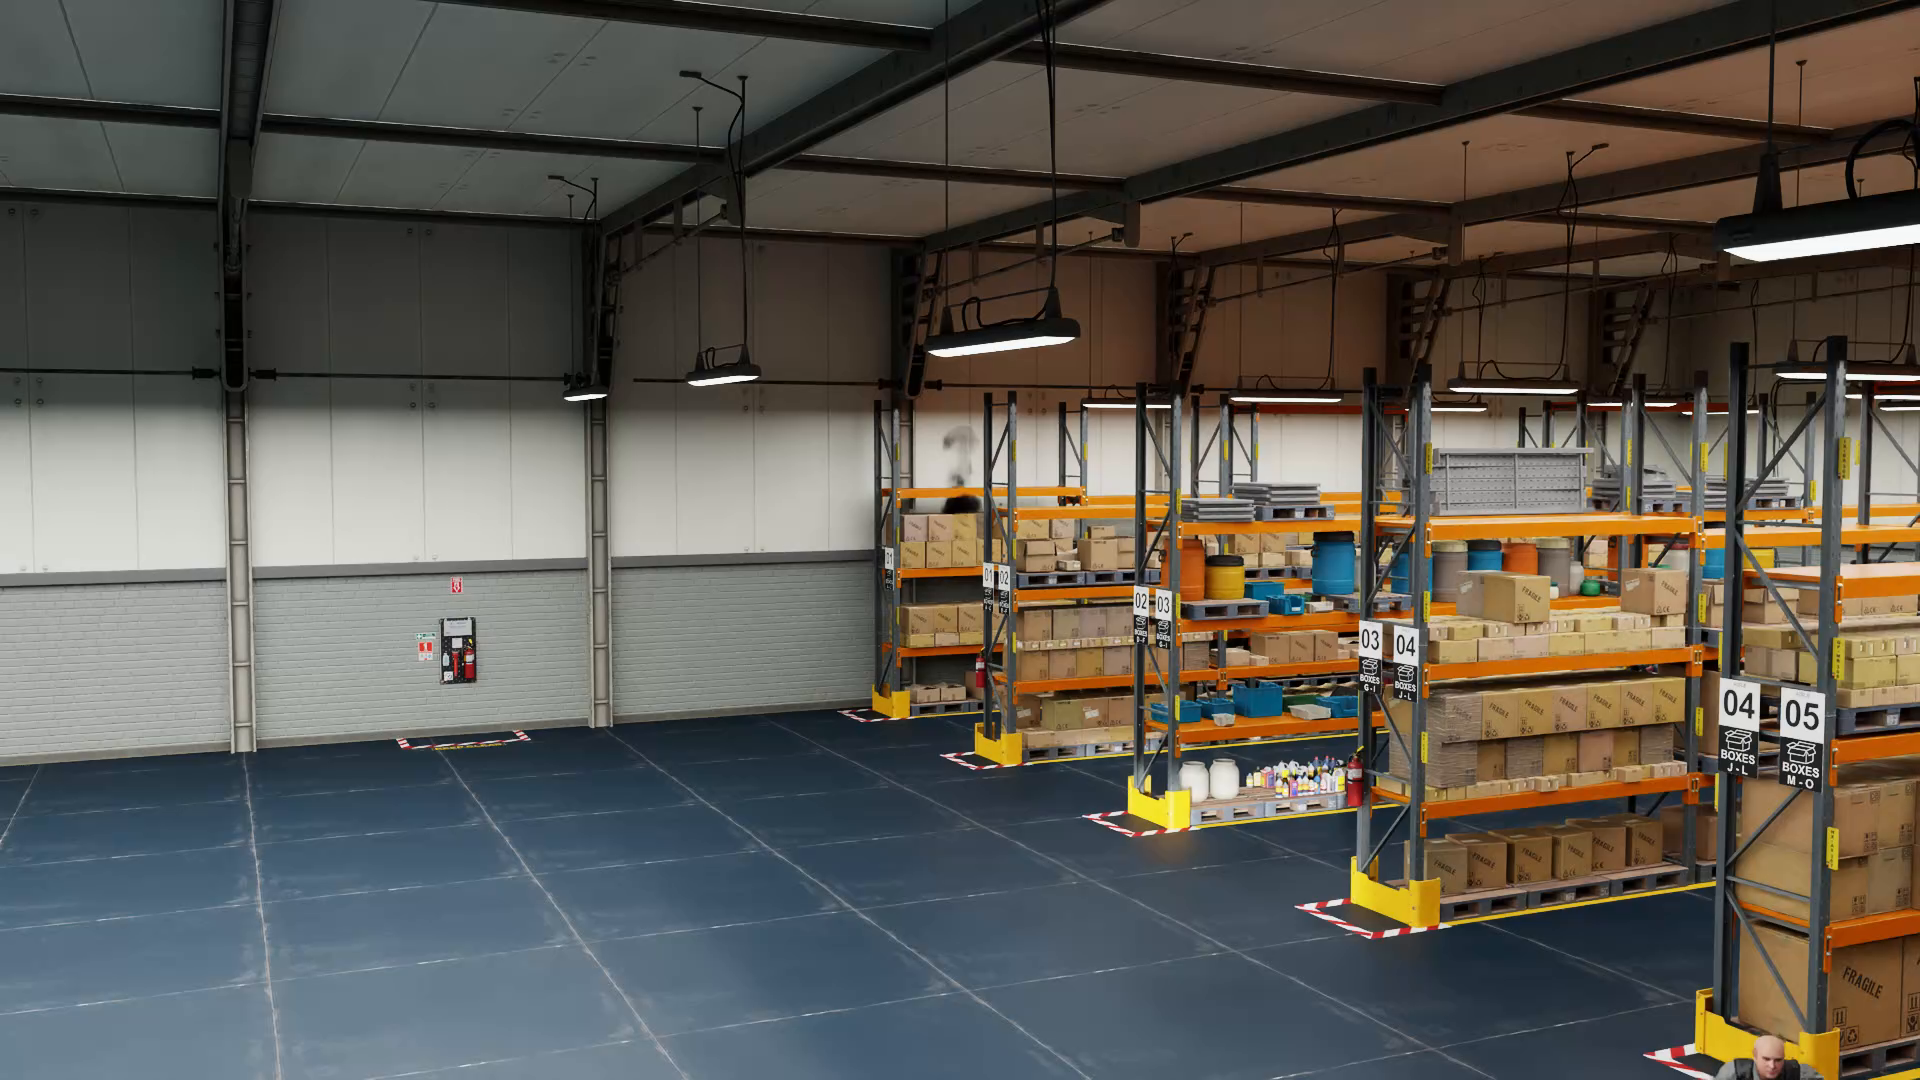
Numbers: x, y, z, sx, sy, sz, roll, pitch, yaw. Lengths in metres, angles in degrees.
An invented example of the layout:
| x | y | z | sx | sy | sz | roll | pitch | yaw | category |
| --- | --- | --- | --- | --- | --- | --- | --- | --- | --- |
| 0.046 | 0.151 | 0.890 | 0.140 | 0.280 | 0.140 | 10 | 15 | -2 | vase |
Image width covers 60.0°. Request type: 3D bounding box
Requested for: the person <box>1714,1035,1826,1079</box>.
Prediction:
| x | y | z | sx | sy | sz | roll | pitch | yaw | category |
| --- | --- | --- | --- | --- | --- | --- | --- | --- | --- |
| 4.950 | 3.763 | 10.258 | 0.696 | 1.678 | 1.009 | 1 | 3 | 17 | person |

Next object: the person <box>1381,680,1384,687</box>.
| x | y | z | sx | sy | sz | roll | pitch | yaw | category |
| --- | --- | --- | --- | --- | --- | --- | --- | --- | --- |
| 8.273 | 2.366 | 33.270 | 0.791 | 1.733 | 0.714 | -2 | 4 | -31 | person |
